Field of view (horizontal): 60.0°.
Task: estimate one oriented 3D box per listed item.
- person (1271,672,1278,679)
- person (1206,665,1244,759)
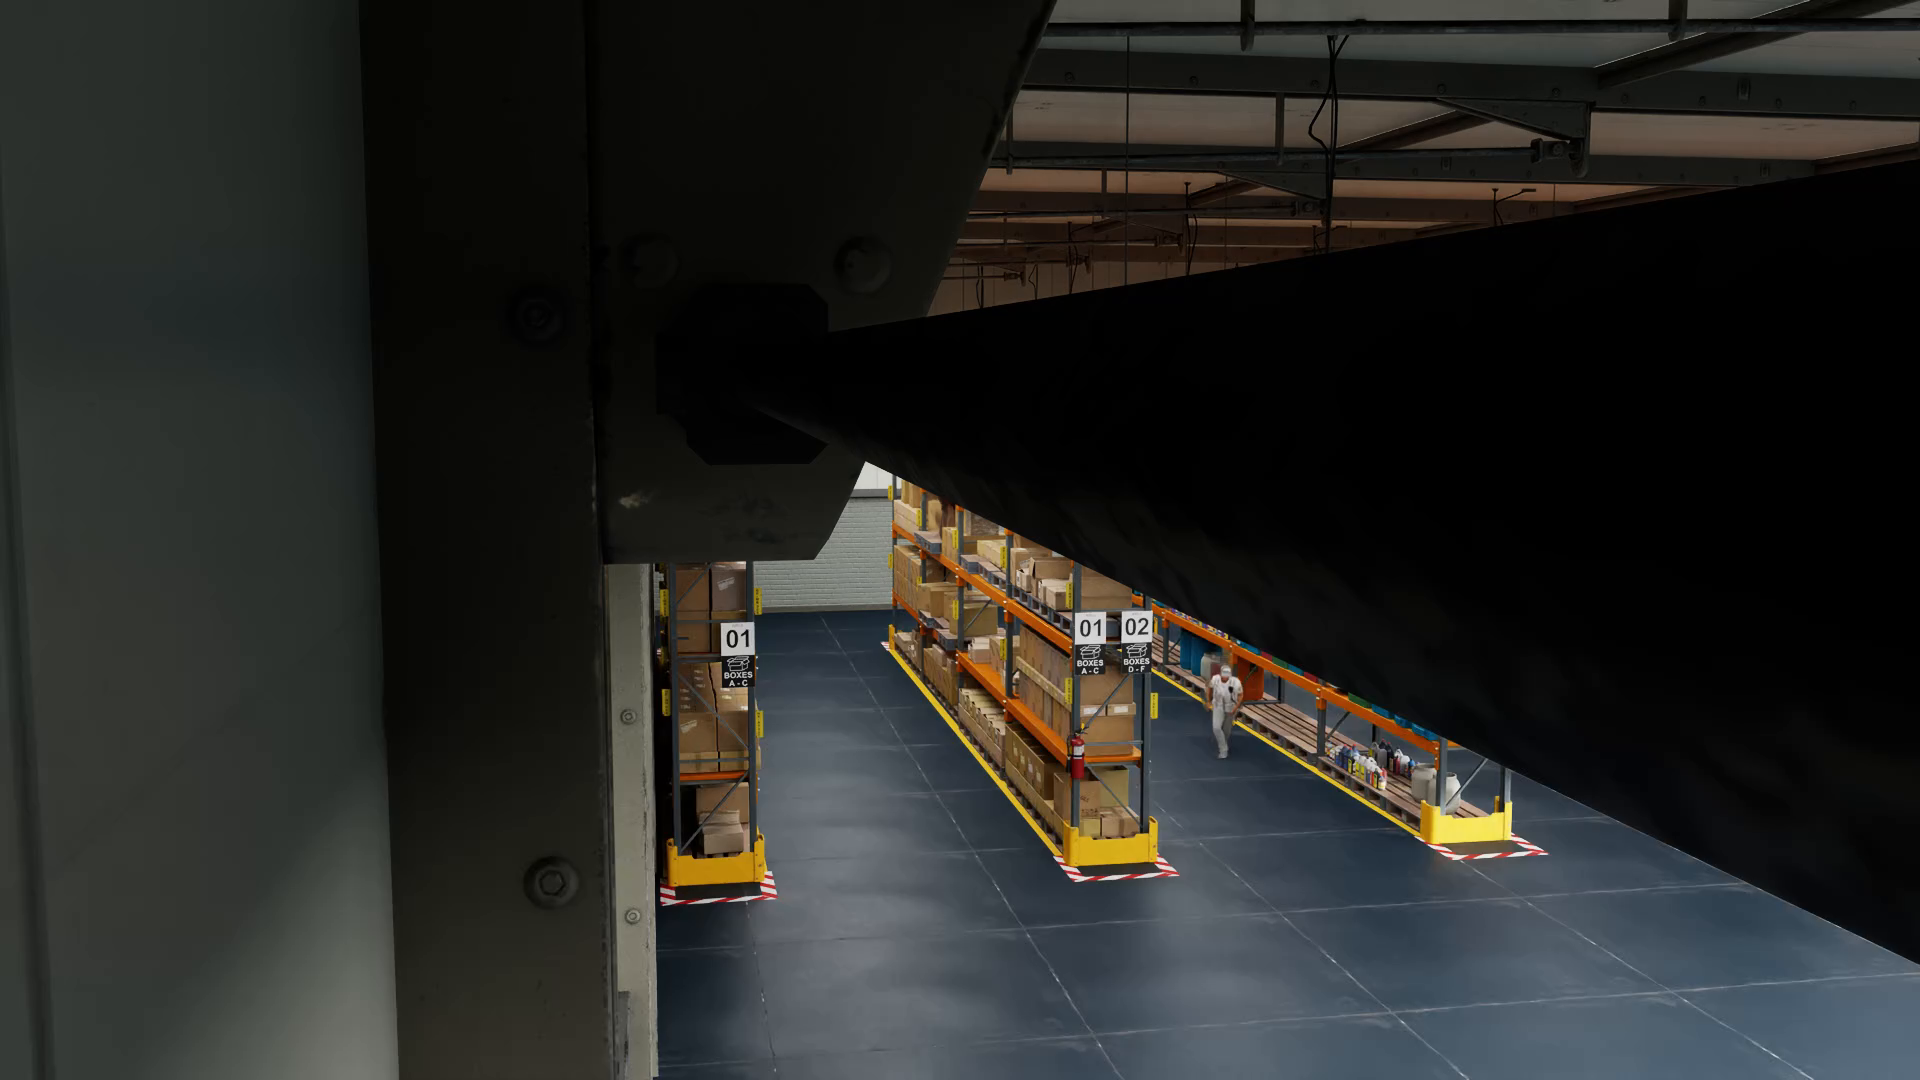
[{"bbox_3d":[6.253,1.885,33.120,0.695,1.739,0.661,-1,6,-5],"label":"person"},{"bbox_3d":[4.259,2.700,26.681,0.598,1.519,1.060,1,6,13],"label":"person"}]
